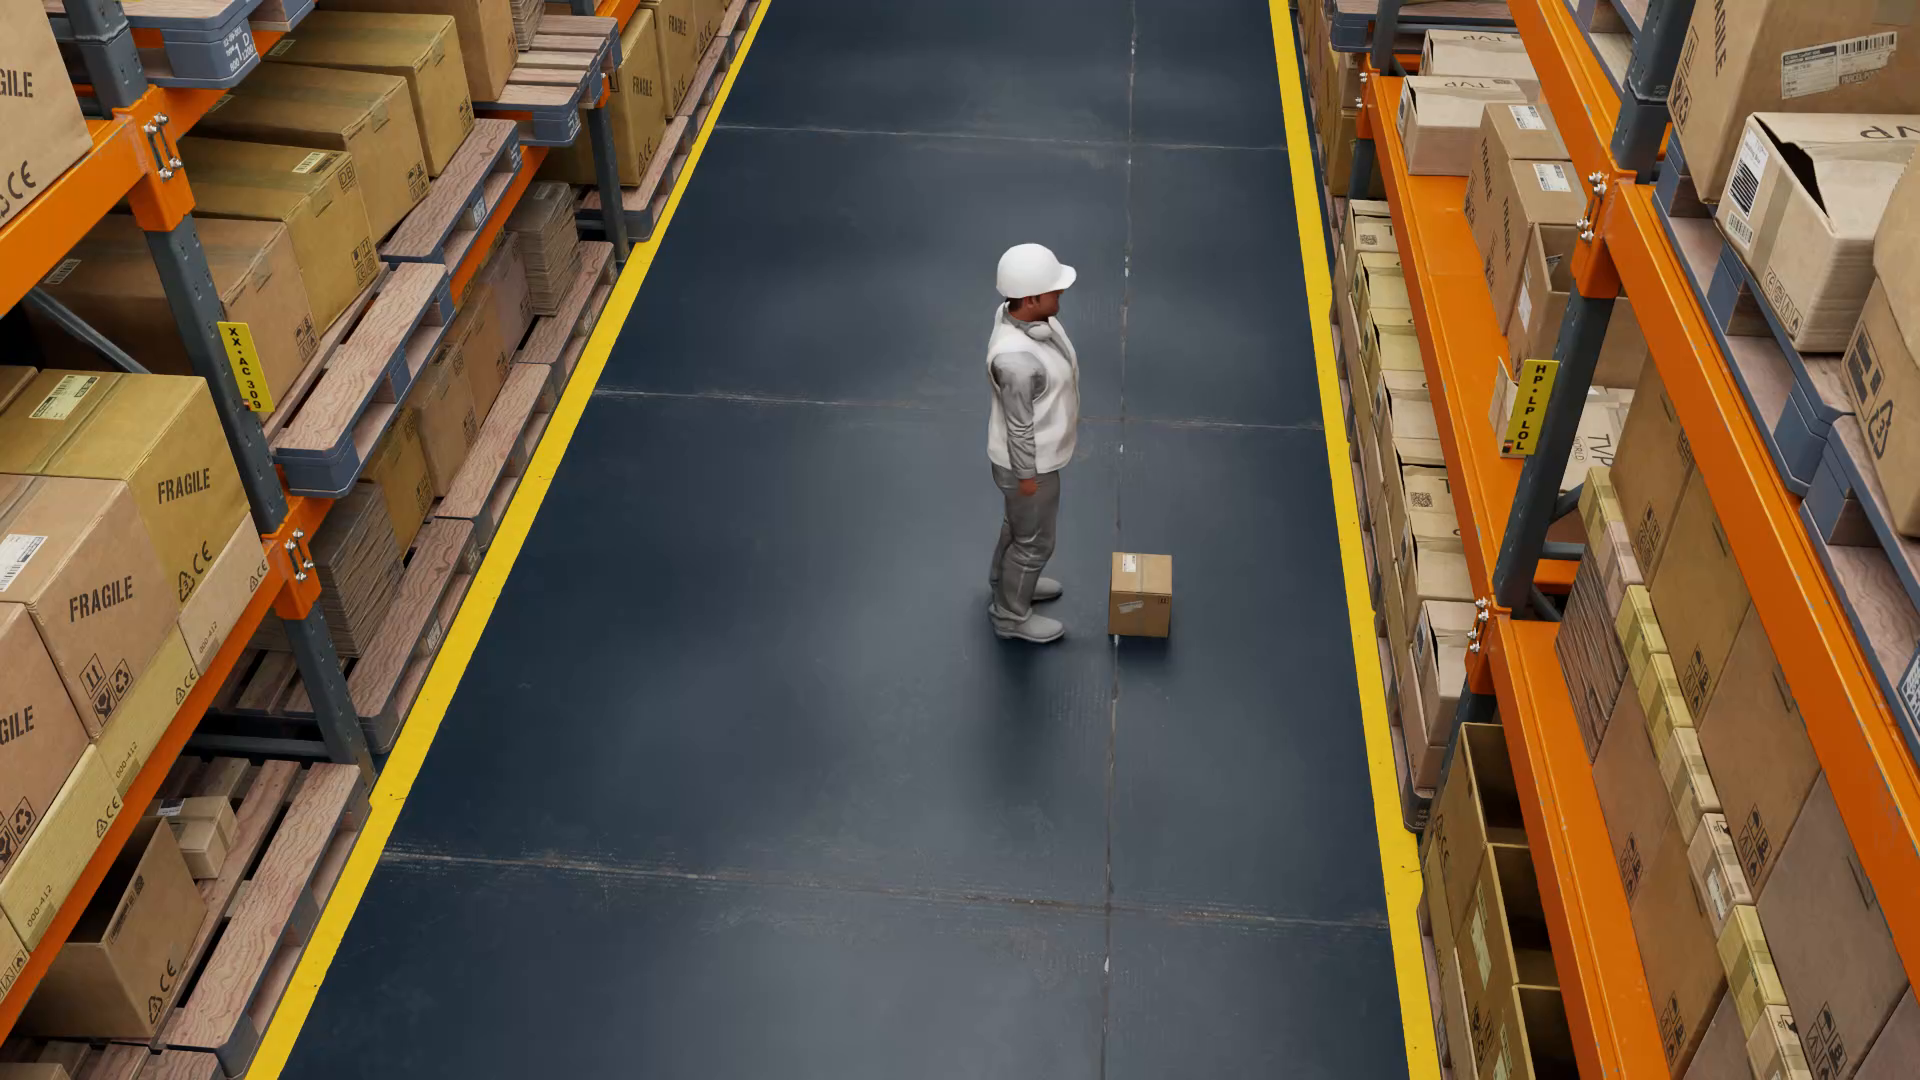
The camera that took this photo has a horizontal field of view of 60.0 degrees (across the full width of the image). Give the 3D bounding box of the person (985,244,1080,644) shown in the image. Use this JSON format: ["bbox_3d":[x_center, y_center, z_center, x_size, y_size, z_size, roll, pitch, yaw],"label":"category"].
[{"bbox_3d":[0.286,-0.382,6.600,0.358,1.772,0.532,4,40,5],"label":"person"}]
